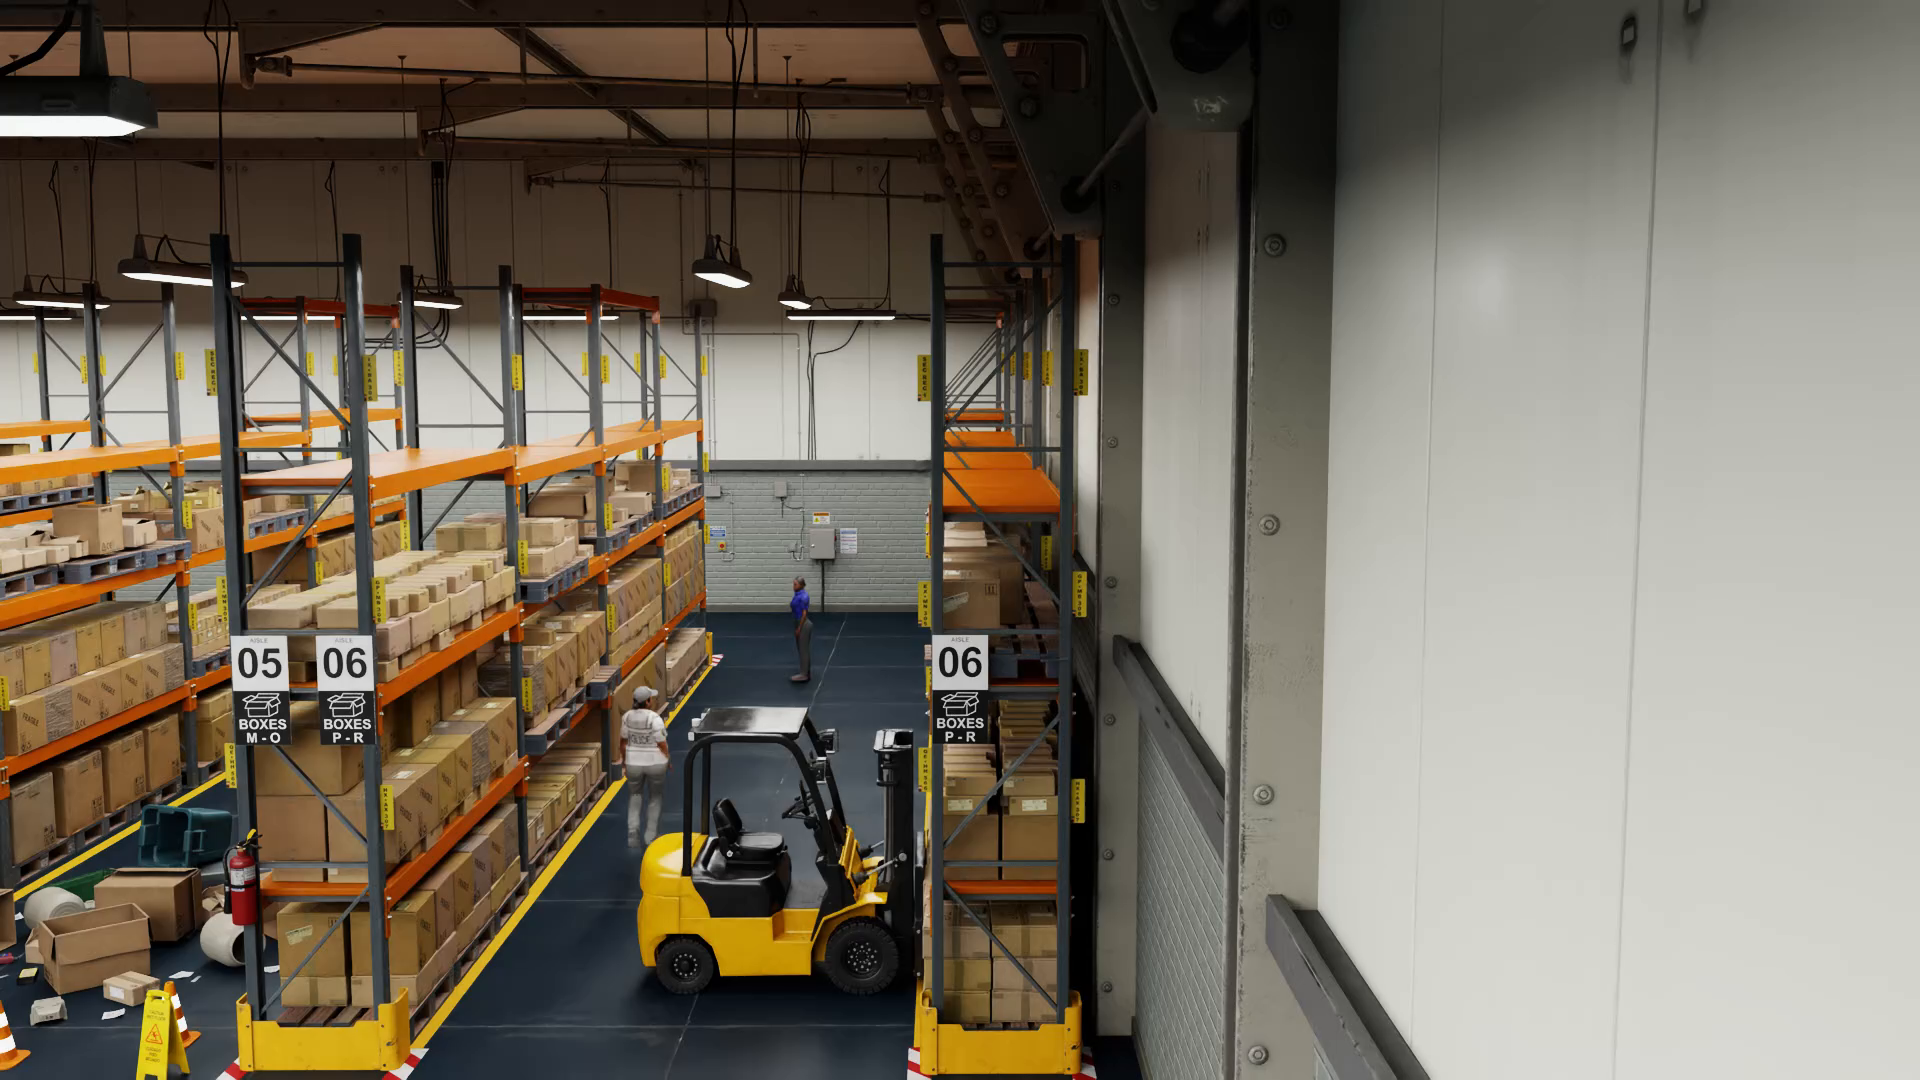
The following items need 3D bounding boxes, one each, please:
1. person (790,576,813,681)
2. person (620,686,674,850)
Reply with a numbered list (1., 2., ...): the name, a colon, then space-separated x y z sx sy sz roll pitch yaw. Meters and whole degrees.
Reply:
1. person: -2.557 1.406 26.541 0.382 1.669 0.456 -2 7 -20
2. person: -3.154 2.280 16.714 0.512 1.666 0.444 0 6 3
